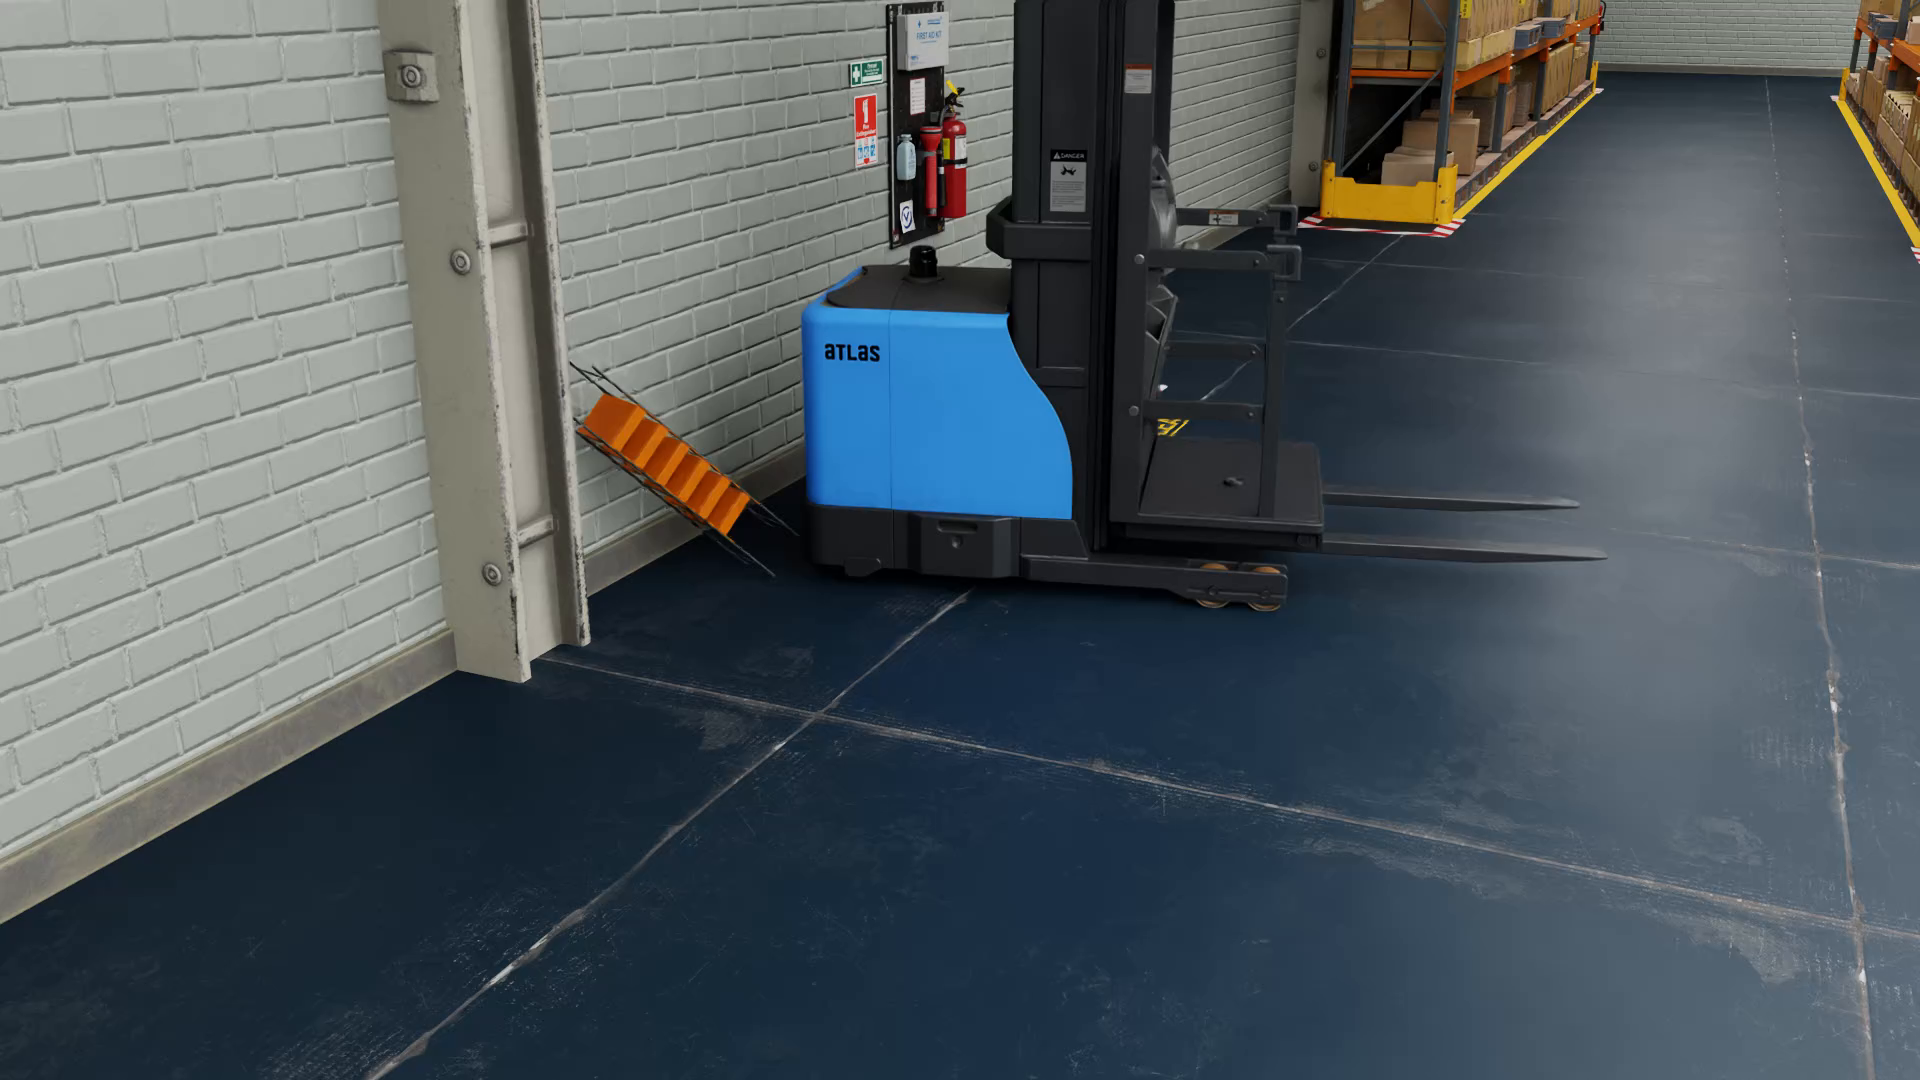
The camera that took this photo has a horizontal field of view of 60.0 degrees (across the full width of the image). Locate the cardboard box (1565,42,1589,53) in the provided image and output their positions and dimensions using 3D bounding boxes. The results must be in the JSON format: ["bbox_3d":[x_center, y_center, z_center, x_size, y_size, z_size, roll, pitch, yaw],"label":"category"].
[{"bbox_3d":[10.244,-8.194,27.669,0.380,0.149,0.250,9,22,24],"label":"cardboard box"}]

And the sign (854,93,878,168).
[{"bbox_3d":[8.123,-3.676,12.682,11.513,0.391,16.451,9,21,23],"label":"sign"}]

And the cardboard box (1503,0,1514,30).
[{"bbox_3d":[5.405,-5.522,17.095,0.500,0.500,0.500,8,21,22],"label":"cardboard box"}]

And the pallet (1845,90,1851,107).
[{"bbox_3d":[14.594,-6.979,26.279,1.003,0.211,1.213,9,21,23],"label":"pallet"}]

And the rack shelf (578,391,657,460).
[{"bbox_3d":[-1.248,-0.416,6.030,0.258,0.180,0.103,20,-16,44],"label":"rack shelf"}]

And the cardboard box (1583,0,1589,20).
[{"bbox_3d":[9.333,-8.543,26.067,0.980,0.700,0.700,8,21,21],"label":"cardboard box"}]

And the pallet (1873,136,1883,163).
[{"bbox_3d":[11.302,-4.555,19.460,1.003,0.211,1.213,9,21,23],"label":"pallet"}]

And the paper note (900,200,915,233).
[{"bbox_3d":[-0.264,-1.636,8.408,0.016,0.148,0.142,9,21,23],"label":"paper note"}]

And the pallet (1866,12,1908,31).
[{"bbox_3d":[12.886,-7.018,22.512,1.003,0.211,1.213,9,21,23],"label":"pallet"}]

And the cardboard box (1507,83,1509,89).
[{"bbox_3d":[6.410,-5.625,20.265,0.500,0.250,0.500,8,21,22],"label":"cardboard box"}]

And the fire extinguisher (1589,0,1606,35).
[{"bbox_3d":[10.913,-9.009,28.497,0.296,0.674,0.183,9,21,23],"label":"fire extinguisher"}]

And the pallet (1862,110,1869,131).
[{"bbox_3d":[13.014,-5.770,22.878,1.003,0.211,1.213,9,21,23],"label":"pallet"}]

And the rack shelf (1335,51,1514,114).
[{"bbox_3d":[9.216,-5.259,14.177,10.984,3.170,4.000,9,21,23],"label":"rack shelf"}]

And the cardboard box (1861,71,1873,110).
[{"bbox_3d":[12.892,-6.253,23.147,0.500,0.500,0.500,8,21,20],"label":"cardboard box"}]

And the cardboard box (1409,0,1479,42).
[{"bbox_3d":[4.348,-4.744,14.908,0.500,0.500,0.500,9,21,23],"label":"cardboard box"}]

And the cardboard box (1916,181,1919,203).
[{"bbox_3d":[8.746,-3.084,14.639,0.500,0.250,0.500,9,21,23],"label":"cardboard box"}]

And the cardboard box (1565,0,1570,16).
[{"bbox_3d":[8.220,-7.574,23.166,0.500,0.500,0.500,9,22,24],"label":"cardboard box"}]

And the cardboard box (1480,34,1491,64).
[{"bbox_3d":[4.781,-4.708,15.923,0.500,0.250,0.500,8,21,22],"label":"cardboard box"}]

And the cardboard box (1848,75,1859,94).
[{"bbox_3d":[14.060,-7.039,25.732,0.500,0.250,0.500,9,21,23],"label":"cardboard box"}]

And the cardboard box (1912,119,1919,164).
[{"bbox_3d":[9.152,-3.743,15.375,0.500,0.500,0.500,9,21,23],"label":"cardboard box"}]

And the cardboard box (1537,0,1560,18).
[{"bbox_3d":[7.586,-7.103,21.843,0.500,0.500,0.500,9,22,24],"label":"cardboard box"}]

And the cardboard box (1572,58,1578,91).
[{"bbox_3d":[9.400,-7.404,26.414,0.700,0.500,0.500,8,21,22],"label":"cardboard box"}]

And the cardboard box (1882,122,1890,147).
[{"bbox_3d":[10.780,-4.584,18.858,0.500,0.250,0.500,8,21,21],"label":"cardboard box"}]

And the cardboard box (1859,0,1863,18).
[{"bbox_3d":[14.528,-8.508,26.266,0.500,0.500,0.500,9,21,24],"label":"cardboard box"}]

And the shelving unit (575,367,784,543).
[{"bbox_3d":[-1.078,-0.261,6.247,0.258,0.183,1.046,20,-16,44],"label":"shelving unit"}]

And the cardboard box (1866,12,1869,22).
[{"bbox_3d":[13.701,-7.888,24.522,0.500,0.500,0.500,9,22,24],"label":"cardboard box"}]

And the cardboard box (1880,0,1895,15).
[{"bbox_3d":[12.691,-7.249,22.101,0.700,0.500,0.500,12,23,31],"label":"cardboard box"}]

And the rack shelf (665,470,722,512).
[{"bbox_3d":[-1.006,-0.192,6.340,0.221,0.171,0.034,20,-16,44],"label":"rack shelf"}]

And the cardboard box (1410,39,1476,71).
[{"bbox_3d":[15.881,-2.695,11.533,24.593,1.100,3.897,9,22,25],"label":"cardboard box"}]

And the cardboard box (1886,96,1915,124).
[{"bbox_3d":[10.774,-4.844,18.753,0.500,0.311,0.500,8,21,21],"label":"cardboard box"}]

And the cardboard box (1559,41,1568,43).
[{"bbox_3d":[10.103,-8.402,28.255,0.380,0.149,0.250,9,21,23],"label":"cardboard box"}]

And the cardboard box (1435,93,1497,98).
[{"bbox_3d":[5.968,-4.992,19.603,0.700,0.500,0.500,8,21,22],"label":"cardboard box"}]

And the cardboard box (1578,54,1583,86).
[{"bbox_3d":[9.824,-7.724,27.316,0.700,0.500,0.500,8,21,21],"label":"cardboard box"}]

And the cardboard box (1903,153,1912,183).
[{"bbox_3d":[9.361,-3.542,15.928,0.500,0.250,0.500,9,21,23],"label":"cardboard box"}]

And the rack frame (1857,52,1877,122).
[{"bbox_3d":[13.313,-7.337,23.124,1.000,3.000,0.127,9,21,23],"label":"rack frame"}]

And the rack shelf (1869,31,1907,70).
[{"bbox_3d":[12.494,-6.387,21.526,1.077,0.370,4.000,9,21,23],"label":"rack shelf"}]

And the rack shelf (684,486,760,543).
[{"bbox_3d":[-0.927,-0.120,6.441,0.258,0.180,0.103,20,-16,44],"label":"rack shelf"}]

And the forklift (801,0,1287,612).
[{"bbox_3d":[0.954,-1.305,6.265,3.031,2.935,1.130,3,20,10],"label":"forklift"}]

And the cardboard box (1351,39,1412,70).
[{"bbox_3d":[3.893,-4.456,15.216,0.500,0.250,0.500,9,21,23],"label":"cardboard box"}]

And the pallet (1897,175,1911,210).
[{"bbox_3d":[9.673,-3.341,16.047,1.003,0.211,1.213,9,21,23],"label":"pallet"}]

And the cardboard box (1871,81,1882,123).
[{"bbox_3d":[12.056,-5.620,21.370,0.500,0.500,0.500,8,21,21],"label":"cardboard box"}]

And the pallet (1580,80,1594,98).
[{"bbox_3d":[10.174,-7.670,28.220,1.003,0.211,1.213,9,21,23],"label":"pallet"}]

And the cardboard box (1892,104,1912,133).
[{"bbox_3d":[10.355,-4.534,17.880,0.500,0.311,0.500,8,21,23],"label":"cardboard box"}]

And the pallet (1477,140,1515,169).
[{"bbox_3d":[5.833,-4.495,19.293,1.003,0.211,1.213,9,21,23],"label":"pallet"}]

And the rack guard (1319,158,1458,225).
[{"bbox_3d":[3.909,-3.193,15.201,1.175,0.500,0.348,9,21,23],"label":"rack guard"}]

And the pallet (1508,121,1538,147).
[{"bbox_3d":[6.833,-5.241,21.390,1.003,0.211,1.213,9,21,23],"label":"pallet"}]

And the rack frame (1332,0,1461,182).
[{"bbox_3d":[3.878,-4.348,14.717,1.000,3.000,0.127,9,21,23],"label":"rack frame"}]

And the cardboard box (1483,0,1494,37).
[{"bbox_3d":[4.776,-5.051,15.770,0.500,0.500,0.500,8,21,21],"label":"cardboard box"}]

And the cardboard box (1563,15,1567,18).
[{"bbox_3d":[8.468,-7.457,23.806,0.380,0.149,0.250,9,21,23],"label":"cardboard box"}]

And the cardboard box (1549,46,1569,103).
[{"bbox_3d":[8.283,-6.712,23.948,0.750,0.750,0.750,9,22,24],"label":"cardboard box"}]

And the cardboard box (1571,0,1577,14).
[{"bbox_3d":[8.633,-7.880,24.026,0.500,0.500,0.500,9,21,23],"label":"cardboard box"}]

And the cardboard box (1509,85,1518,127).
[{"bbox_3d":[6.590,-5.454,20.902,0.700,0.500,0.500,9,21,23],"label":"cardboard box"}]

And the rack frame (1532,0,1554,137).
[{"bbox_3d":[7.154,-6.793,21.594,1.000,3.000,0.127,9,21,23],"label":"rack frame"}]

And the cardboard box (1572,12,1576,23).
[{"bbox_3d":[8.830,-7.684,24.445,0.380,0.149,0.250,9,21,24],"label":"cardboard box"}]

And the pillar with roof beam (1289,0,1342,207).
[{"bbox_3d":[7.303,-6.916,12.987,9.100,9.000,0.400,9,21,23],"label":"pillar with roof beam"}]

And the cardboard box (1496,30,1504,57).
[{"bbox_3d":[5.195,-5.016,16.790,0.500,0.250,0.500,8,21,22],"label":"cardboard box"}]
